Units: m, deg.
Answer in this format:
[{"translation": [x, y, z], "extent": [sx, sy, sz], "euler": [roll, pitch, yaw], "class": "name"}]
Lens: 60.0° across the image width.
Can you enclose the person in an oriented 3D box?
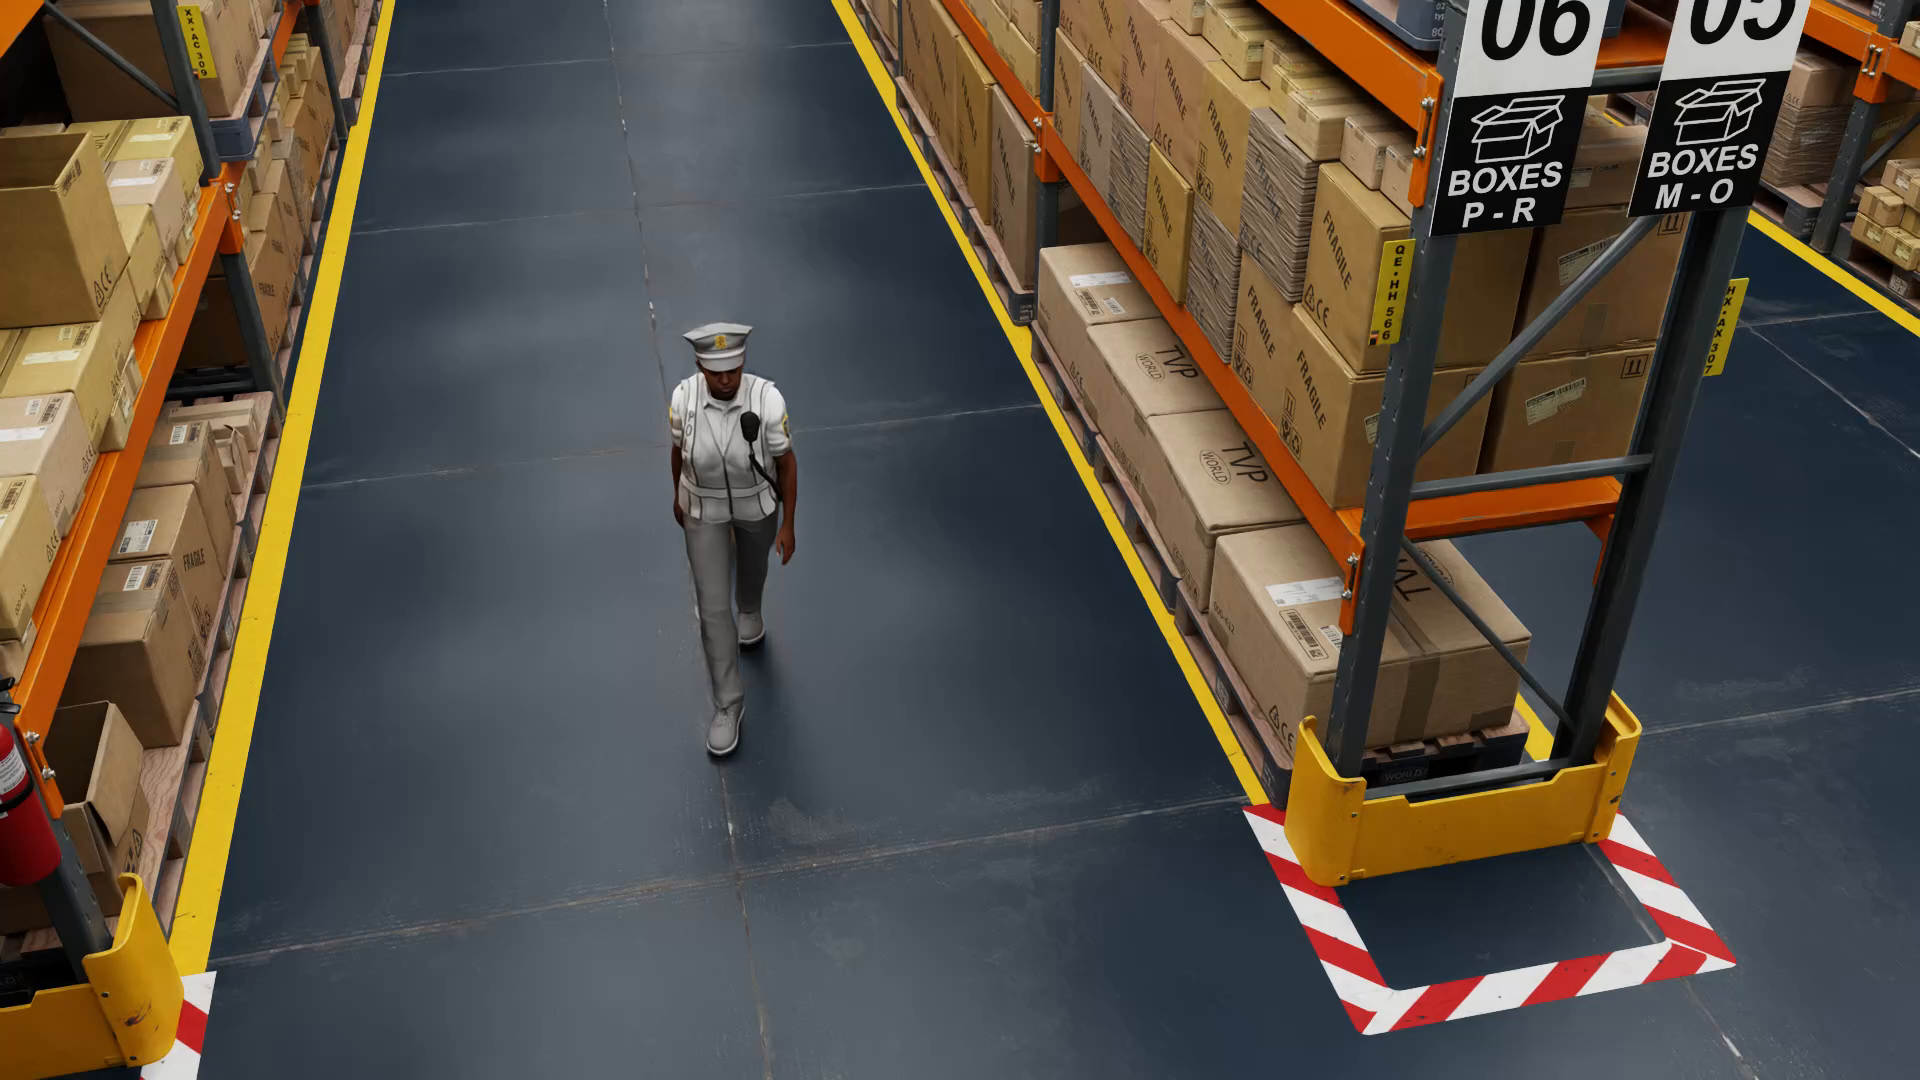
[{"translation": [-0.835, -0.111, 6.275], "extent": [0.440, 1.617, 0.959], "euler": [-5, 35, -8], "class": "person"}]
